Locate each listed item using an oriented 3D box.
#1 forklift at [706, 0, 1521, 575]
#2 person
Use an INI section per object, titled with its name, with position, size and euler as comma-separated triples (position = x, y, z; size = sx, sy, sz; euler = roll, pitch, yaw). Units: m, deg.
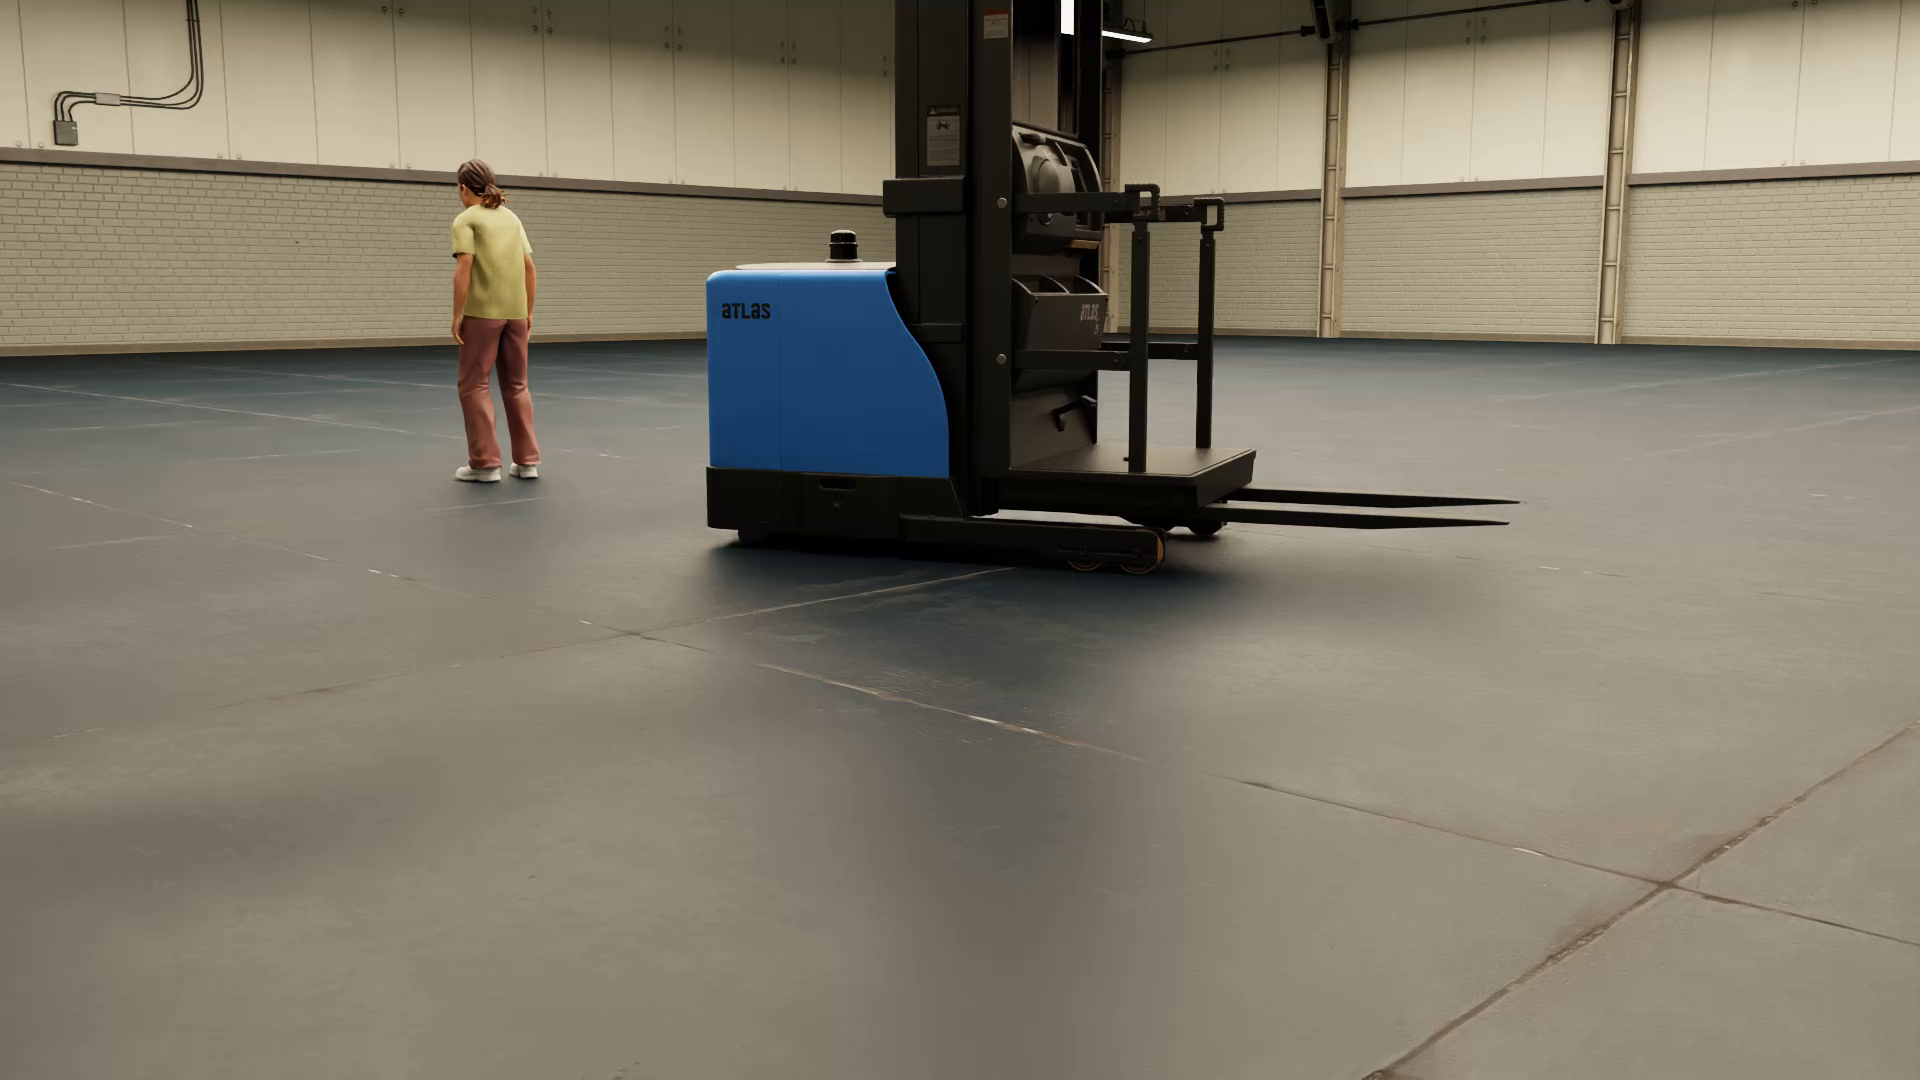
[forklift]
position = 0.565, -1.416, 6.275
size = 3.031, 2.935, 1.130
euler = 3, 9, 22
[person]
position = -2.463, -1.149, 8.736
size = 0.365, 1.671, 0.507
euler = 7, 11, 40
